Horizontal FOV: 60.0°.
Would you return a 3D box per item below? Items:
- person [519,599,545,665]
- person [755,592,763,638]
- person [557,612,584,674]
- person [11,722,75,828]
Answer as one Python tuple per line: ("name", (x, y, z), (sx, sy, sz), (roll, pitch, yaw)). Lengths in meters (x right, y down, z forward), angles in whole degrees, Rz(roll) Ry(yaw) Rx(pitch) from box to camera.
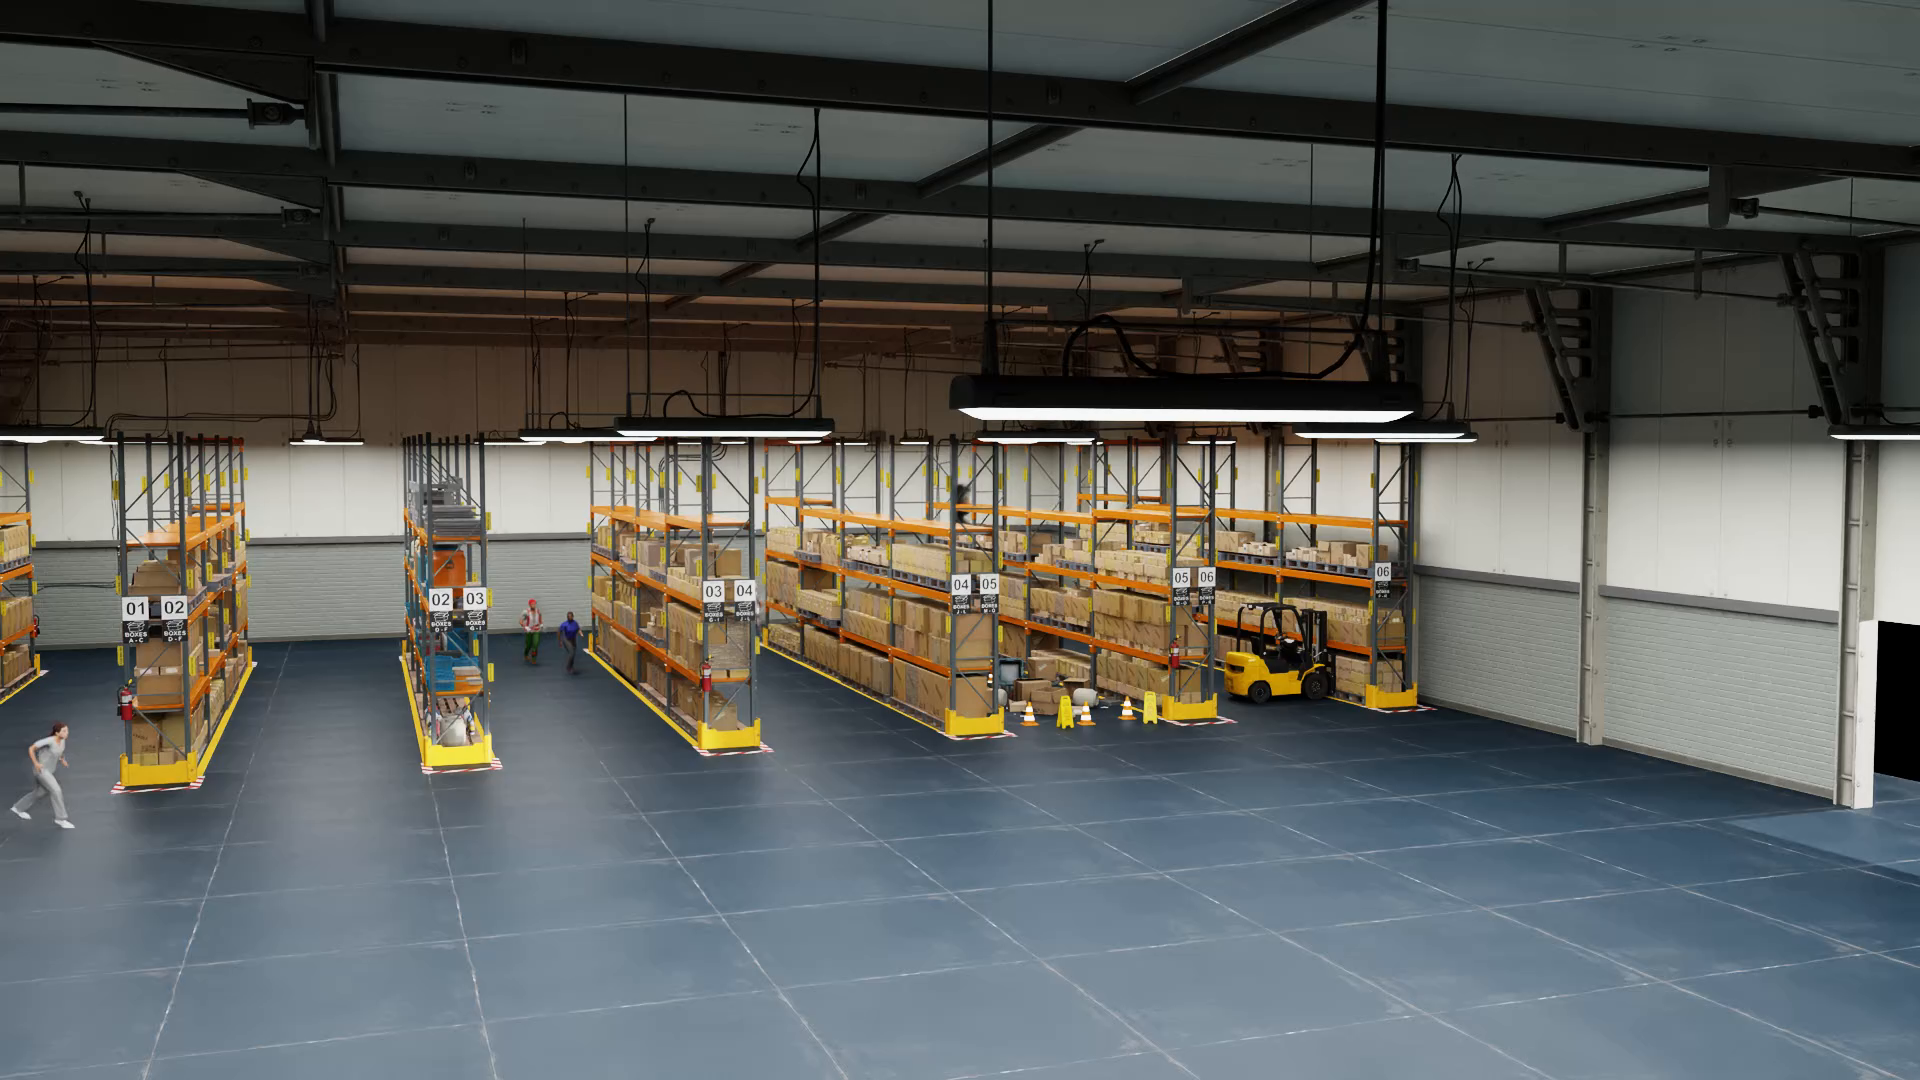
("person", (-11.382, 2.416, 44.087), (0.658, 1.738, 0.809), (-2, 4, -30))
("person", (-6.153, 2.143, 49.428), (0.644, 1.696, 0.839), (1, 3, 10))
("person", (-9.864, 2.622, 42.315), (0.761, 1.607, 0.600), (2, 4, 32))
("person", (-13.881, 3.551, 25.097), (1.002, 1.627, 0.605), (1, 3, 11))
